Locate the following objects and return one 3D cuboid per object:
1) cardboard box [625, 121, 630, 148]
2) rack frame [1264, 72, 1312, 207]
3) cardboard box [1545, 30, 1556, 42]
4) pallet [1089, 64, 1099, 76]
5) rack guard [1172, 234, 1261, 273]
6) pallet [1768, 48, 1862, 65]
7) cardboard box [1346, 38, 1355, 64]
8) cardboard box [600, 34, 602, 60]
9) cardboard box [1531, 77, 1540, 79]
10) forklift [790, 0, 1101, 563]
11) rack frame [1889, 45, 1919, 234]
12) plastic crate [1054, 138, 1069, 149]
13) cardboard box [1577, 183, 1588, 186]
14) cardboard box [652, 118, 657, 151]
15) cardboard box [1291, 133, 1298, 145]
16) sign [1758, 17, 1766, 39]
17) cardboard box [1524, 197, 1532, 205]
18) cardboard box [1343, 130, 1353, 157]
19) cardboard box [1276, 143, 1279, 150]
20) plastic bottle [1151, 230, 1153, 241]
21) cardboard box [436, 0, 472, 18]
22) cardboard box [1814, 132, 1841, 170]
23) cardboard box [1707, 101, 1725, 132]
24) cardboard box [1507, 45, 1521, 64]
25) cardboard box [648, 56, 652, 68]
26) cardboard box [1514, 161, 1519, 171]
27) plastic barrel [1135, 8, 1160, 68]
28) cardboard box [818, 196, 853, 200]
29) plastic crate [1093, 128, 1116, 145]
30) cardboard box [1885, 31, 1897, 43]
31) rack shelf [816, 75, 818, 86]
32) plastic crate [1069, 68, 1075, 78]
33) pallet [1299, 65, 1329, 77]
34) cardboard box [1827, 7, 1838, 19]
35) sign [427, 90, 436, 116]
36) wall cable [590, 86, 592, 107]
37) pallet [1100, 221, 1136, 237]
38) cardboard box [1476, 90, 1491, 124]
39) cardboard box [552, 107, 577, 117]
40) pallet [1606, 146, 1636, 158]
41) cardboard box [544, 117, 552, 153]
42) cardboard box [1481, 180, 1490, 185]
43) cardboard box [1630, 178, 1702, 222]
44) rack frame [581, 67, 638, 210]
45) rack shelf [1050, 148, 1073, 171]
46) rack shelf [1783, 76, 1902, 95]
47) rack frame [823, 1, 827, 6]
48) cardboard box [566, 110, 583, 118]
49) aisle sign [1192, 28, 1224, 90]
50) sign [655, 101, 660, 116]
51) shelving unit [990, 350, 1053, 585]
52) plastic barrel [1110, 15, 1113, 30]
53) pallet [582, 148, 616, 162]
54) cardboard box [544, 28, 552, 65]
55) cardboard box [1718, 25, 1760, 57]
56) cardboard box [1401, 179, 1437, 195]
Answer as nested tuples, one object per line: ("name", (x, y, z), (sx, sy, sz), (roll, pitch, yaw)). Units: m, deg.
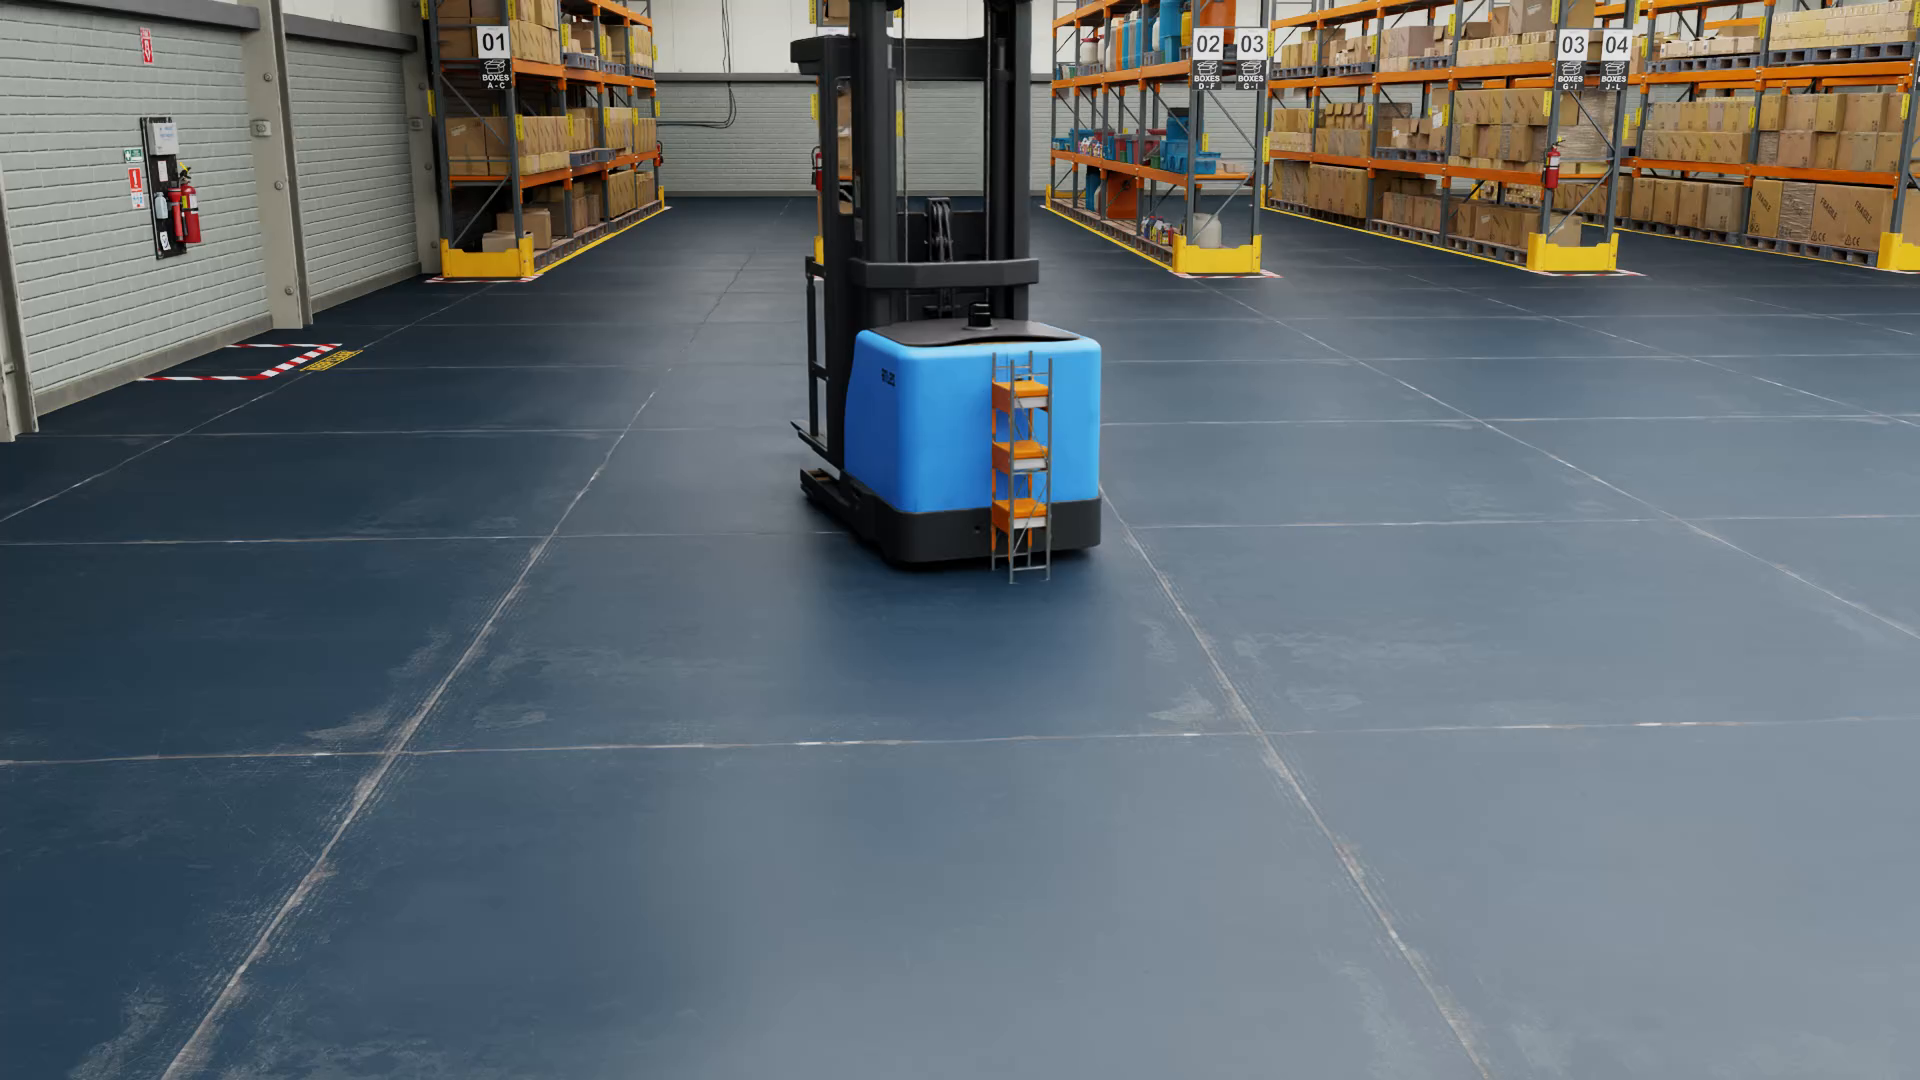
("cardboard box", (-6.737, -7.925, 32.469), (0.500, 0.500, 0.500), (-1, 14, -3))
("rack frame", (7.525, -9.184, 38.202), (1.000, 3.000, 0.127), (-1, 14, -3))
("cardboard box", (8.188, -6.843, 22.582), (0.380, 0.149, 0.250), (-1, 14, -3))
("pallet", (3.049, -8.999, 31.841), (1.003, 0.211, 1.213), (-1, 14, -3))
("rack guard", (3.522, -3.936, 22.822), (1.175, 0.500, 0.348), (-1, 14, -3))
("pallet", (13.266, -7.457, 25.649), (1.003, 0.211, 1.213), (-1, 14, -3))
("cardboard box", (7.873, -9.409, 32.004), (0.797, 0.503, 0.637), (-1, 14, -4))
("cardboard box", (-7.004, -9.068, 30.647), (0.700, 0.500, 0.500), (0, 14, -1))
("cardboard box", (12.411, -9.863, 35.122), (0.500, 0.250, 0.500), (-1, 14, -4))
("forklift", (-0.266, -1.635, 9.000), (1.130, 2.935, 3.031), (-5, 15, -18))
("rack frame", (13.473, -5.257, 22.937), (1.000, 3.000, 0.127), (-1, 14, -3))
("plastic crate", (2.310, -8.826, 37.024), (0.416, 0.233, 0.300), (-1, 14, -3))
("cardboard box", (12.575, -7.150, 32.964), (0.500, 0.250, 0.500), (0, 14, -1))
("cardboard box", (-7.264, -8.974, 36.781), (0.980, 0.700, 0.700), (0, 14, -1))
("cardboard box", (7.418, -8.622, 35.722), (0.500, 0.250, 0.500), (-1, 14, -2))
("sign", (12.685, -8.096, 26.284), (0.100, 0.325, 0.005), (-1, 14, -3))
("cardboard box", (12.352, -7.287, 35.705), (0.380, 0.149, 0.250), (-1, 14, -5))
("cardboard box", (7.683, -7.615, 31.903), (0.500, 0.500, 0.500), (-1, 14, -5))
("cardboard box", (7.269, -8.777, 37.123), (0.380, 0.149, 0.250), (-1, 14, -4))
("plastic bottle", (2.967, -4.656, 25.337), (0.097, 0.201, 0.097), (0, 14, 0))
("cardboard box", (-6.602, -7.074, 21.733), (0.500, 0.500, 0.500), (0, 14, -1))
("cardboard box", (13.366, -5.830, 24.863), (0.875, 0.550, 0.500), (-1, 14, -3))
("cardboard box", (13.124, -7.161, 28.131), (0.700, 0.500, 0.500), (-1, 14, -3))
("cardboard box", (8.176, -6.953, 23.811), (0.500, 0.250, 0.500), (-1, 14, -2))
("cardboard box", (-6.996, -10.409, 36.199), (0.500, 0.250, 0.500), (0, 14, -2))
("cardboard box", (8.237, -5.400, 23.998), (0.380, 0.149, 0.250), (-1, 14, -3))
("plastic barrel", (3.077, -7.942, 26.348), (0.600, 0.901, 0.708), (-1, 14, -3))
("cardboard box", (-1.778, -4.665, 23.809), (0.500, 0.500, 0.500), (-1, 14, -3))
("plastic crate", (3.025, -8.399, 34.901), (0.402, 0.464, 0.583), (-1, 14, -3))
("cardboard box", (13.100, -6.980, 23.074), (0.380, 0.149, 0.250), (-1, 14, -3))
("rack shelf", (-1.495, -6.655, 23.795), (1.077, 0.370, 4.000), (-1, 14, -3))
("plastic crate", (2.502, -9.564, 34.083), (0.450, 0.188, 0.662), (-1, 14, -3))
("pallet", (7.733, -9.803, 34.765), (1.003, 0.211, 1.213), (-1, 14, -3))
("cardboard box", (13.003, -7.746, 24.454), (0.380, 0.149, 0.250), (-1, 14, -4))
("sign", (-6.870, -5.686, 21.648), (0.100, 0.325, 0.005), (-1, 14, -3))
("wall cable", (-8.329, -9.751, 38.365), (0.084, 1.984, 1.851), (-1, 14, -3))
("pallet", (3.087, -5.575, 29.769), (1.003, 0.211, 1.213), (-1, 14, -3))
("cardboard box", (8.106, -6.512, 25.012), (0.500, 0.500, 0.500), (-1, 14, -3))
("cardboard box", (-7.097, -7.639, 29.855), (0.500, 0.250, 0.500), (0, 14, -2))
("pallet", (12.827, -7.329, 31.376), (1.213, 0.211, 1.003), (-1, 14, -3))
("cardboard box", (-6.135, -5.779, 23.724), (0.500, 0.500, 0.500), (0, 14, -2))
("cardboard box", (12.176, -8.211, 38.104), (0.380, 0.149, 0.250), (-2, 15, -6))
("cardboard box", (12.926, -6.207, 30.304), (1.050, 0.750, 0.750), (-1, 14, -4))
("rack frame", (-7.058, -7.960, 33.444), (1.000, 3.000, 0.127), (-1, 14, -3))
("rack shelf", (2.706, -8.262, 36.062), (1.077, 0.370, 4.000), (-1, 14, -3))
("rack shelf", (17.788, -8.949, 32.713), (1.077, 0.370, 4.000), (-1, 14, -3))
("rack frame", (-1.619, -8.953, 25.265), (1.000, 3.000, 0.127), (-1, 14, -3))
("cardboard box", (-6.724, -7.376, 28.788), (0.380, 0.149, 0.250), (-3, 15, -13))
("aisle sign", (3.281, -6.365, 22.028), (0.394, 0.787, 0.004), (-1, 14, -3))
("sign", (-6.764, -9.635, 37.156), (0.100, 0.325, 0.005), (-1, 14, -3))
("shelving unit", (0.284, -0.337, 7.730), (0.215, 1.050, 0.252), (-5, 15, -18))
("plastic barrel", (3.088, -9.590, 31.910), (0.600, 0.901, 0.708), (-1, 14, -3))
("pallet", (-6.660, -6.697, 28.919), (1.213, 0.211, 1.003), (-1, 14, -3))
("cardboard box", (-6.266, -7.234, 24.360), (0.500, 0.500, 0.500), (-2, 15, -8))
("cardboard box", (13.365, -8.571, 28.555), (0.500, 0.500, 0.500), (-1, 14, -3))
("cardboard box", (8.136, -6.262, 29.475), (0.500, 0.250, 0.500), (1, 14, 3))
